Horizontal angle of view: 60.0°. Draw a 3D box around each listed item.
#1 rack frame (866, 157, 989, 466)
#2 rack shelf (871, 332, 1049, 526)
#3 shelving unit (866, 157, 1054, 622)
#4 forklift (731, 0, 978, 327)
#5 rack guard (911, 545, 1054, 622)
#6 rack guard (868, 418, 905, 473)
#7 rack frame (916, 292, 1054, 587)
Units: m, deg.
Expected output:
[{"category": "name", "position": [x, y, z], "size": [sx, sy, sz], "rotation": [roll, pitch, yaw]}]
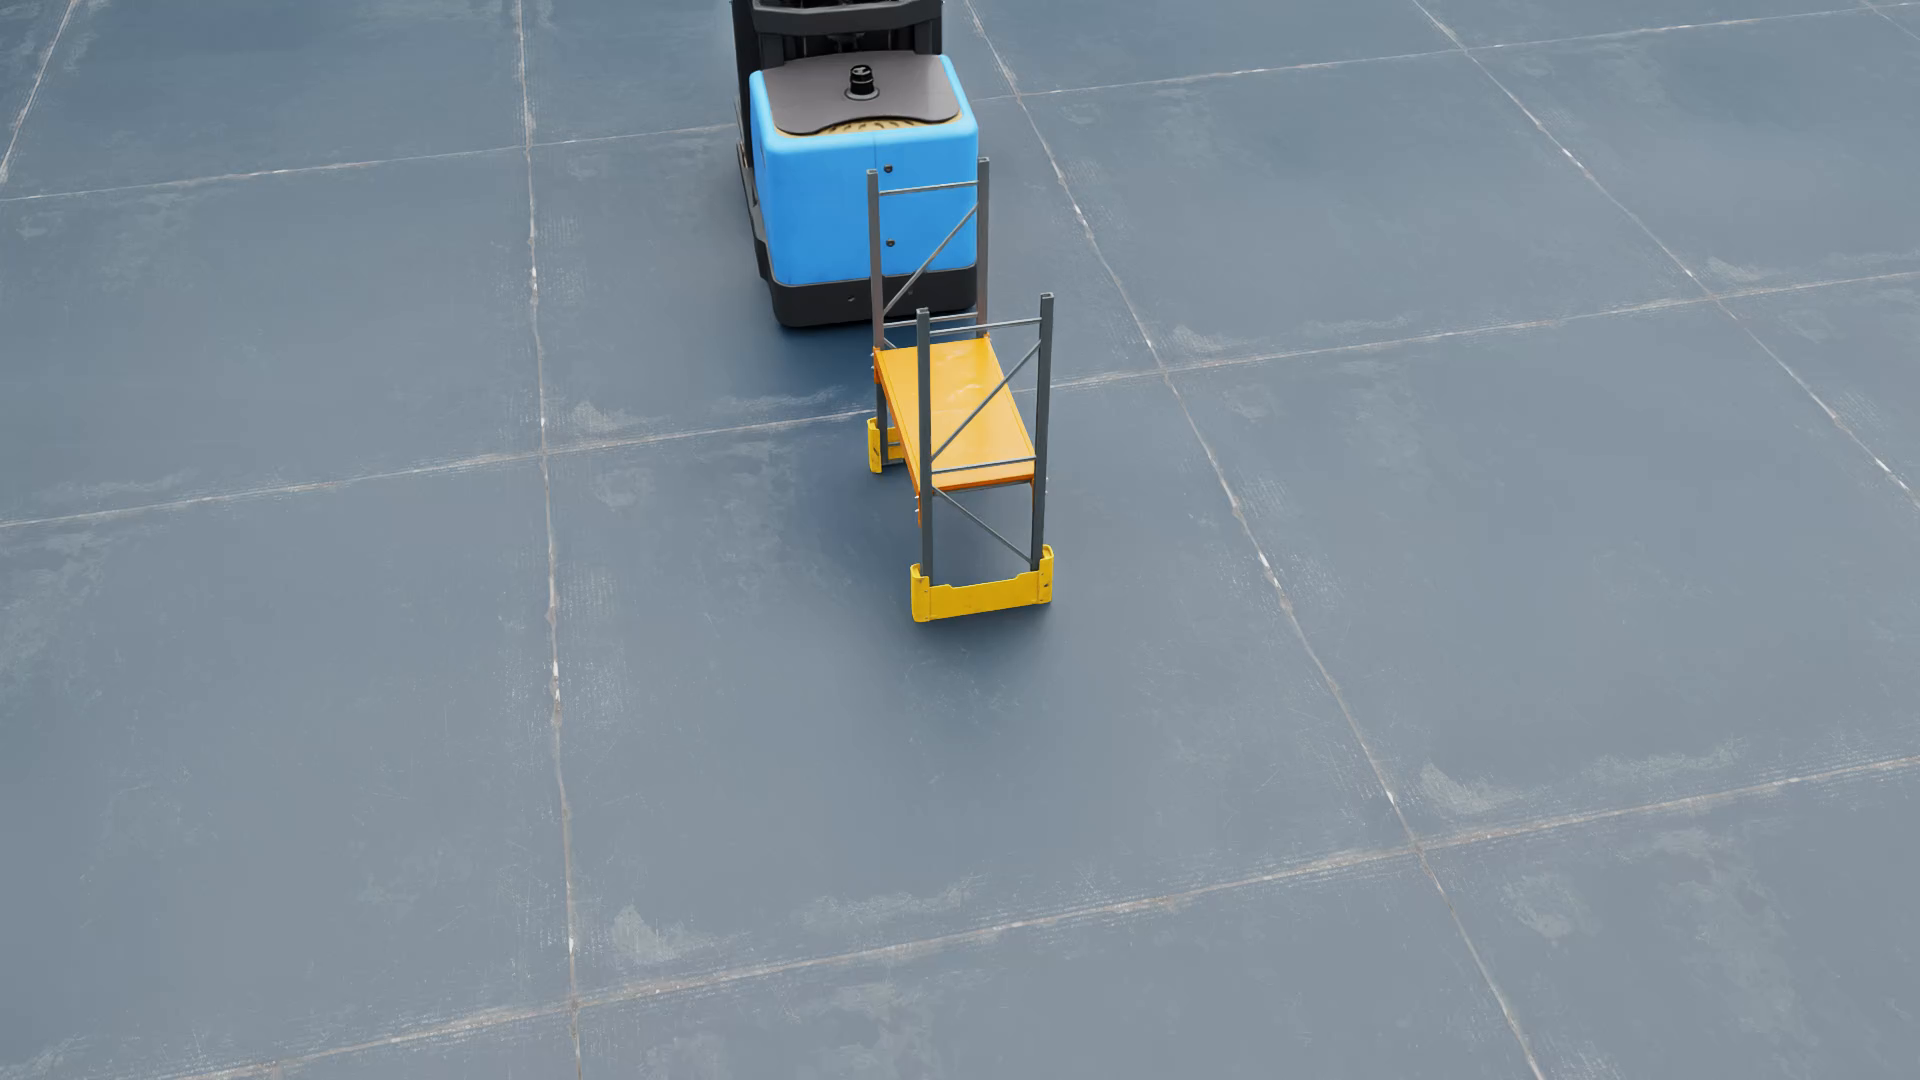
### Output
[{"category": "rack frame", "position": [-0.128, -0.946, 7.186], "size": [0.500, 1.500, 0.032], "rotation": [-8, 42, -9]}, {"category": "rack shelf", "position": [-0.018, -0.482, 6.934], "size": [0.538, 0.185, 1.000], "rotation": [-8, 42, -9]}, {"category": "shelving unit", "position": [-0.016, -0.610, 6.808], "size": [0.587, 1.500, 1.083], "rotation": [-8, 42, -9]}, {"category": "forklift", "position": [-0.685, -3.152, 8.593], "size": [1.130, 2.935, 3.031], "rotation": [-7, 42, -8]}, {"category": "rack guard", "position": [0.091, 0.180, 6.859], "size": [0.587, 0.250, 0.087], "rotation": [-8, 42, -9]}, {"category": "rack guard", "position": [-0.124, -0.466, 7.586], "size": [0.587, 0.250, 0.087], "rotation": [-8, 42, -9]}, {"category": "rack frame", "position": [0.091, -0.287, 6.443], "size": [0.500, 1.500, 0.032], "rotation": [-8, 42, -9]}]
